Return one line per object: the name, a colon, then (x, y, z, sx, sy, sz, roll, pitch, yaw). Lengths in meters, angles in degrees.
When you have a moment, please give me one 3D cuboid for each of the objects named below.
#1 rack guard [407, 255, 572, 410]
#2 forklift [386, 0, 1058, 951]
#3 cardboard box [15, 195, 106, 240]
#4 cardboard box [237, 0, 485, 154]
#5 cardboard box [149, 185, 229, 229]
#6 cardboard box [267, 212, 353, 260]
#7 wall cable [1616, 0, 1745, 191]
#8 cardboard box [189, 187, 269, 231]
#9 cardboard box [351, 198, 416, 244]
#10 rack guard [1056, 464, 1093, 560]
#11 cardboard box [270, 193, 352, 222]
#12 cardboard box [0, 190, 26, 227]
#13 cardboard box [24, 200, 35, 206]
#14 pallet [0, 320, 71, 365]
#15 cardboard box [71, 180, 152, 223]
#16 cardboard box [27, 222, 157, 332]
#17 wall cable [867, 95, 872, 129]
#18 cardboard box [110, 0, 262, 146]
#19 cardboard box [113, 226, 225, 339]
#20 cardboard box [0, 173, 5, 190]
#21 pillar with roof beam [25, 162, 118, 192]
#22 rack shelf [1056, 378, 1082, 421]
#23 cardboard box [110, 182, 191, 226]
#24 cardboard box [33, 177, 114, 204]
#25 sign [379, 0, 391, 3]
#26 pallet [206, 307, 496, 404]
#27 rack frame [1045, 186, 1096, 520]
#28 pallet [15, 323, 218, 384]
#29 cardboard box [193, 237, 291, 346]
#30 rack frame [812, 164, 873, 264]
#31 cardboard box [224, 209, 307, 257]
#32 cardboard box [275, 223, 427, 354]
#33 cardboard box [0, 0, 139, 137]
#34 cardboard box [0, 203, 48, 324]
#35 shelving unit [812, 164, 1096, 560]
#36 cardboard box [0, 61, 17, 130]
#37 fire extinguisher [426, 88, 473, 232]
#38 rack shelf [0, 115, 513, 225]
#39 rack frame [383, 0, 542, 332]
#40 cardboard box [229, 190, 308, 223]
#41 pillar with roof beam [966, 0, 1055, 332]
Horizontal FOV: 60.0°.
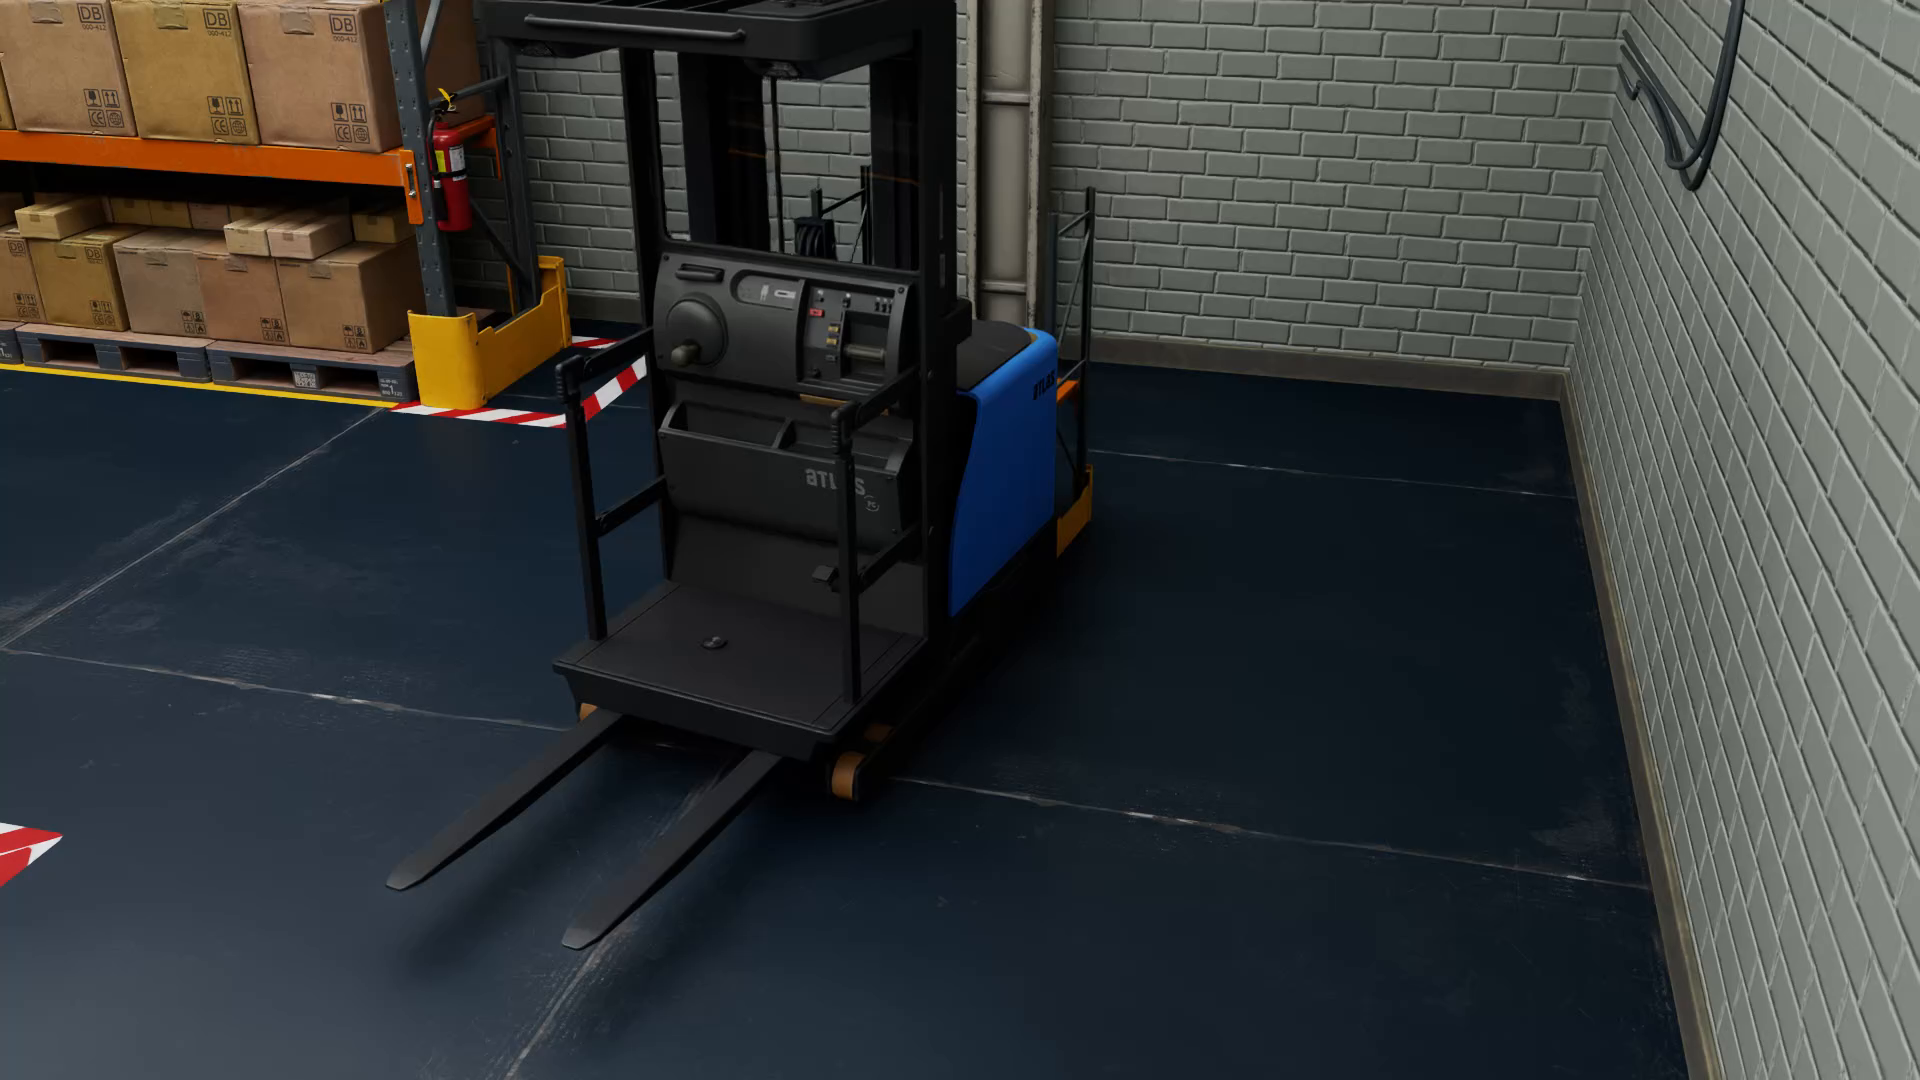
rack guard: (-2.546, -1.157, 9.098, 0.348, 0.500, 1.175, 6, 26, 13)
forklift: (-0.683, -0.679, 5.266, 1.130, 2.935, 3.031, 11, 28, 22)
cardboard box: (-4.952, -1.779, 9.161, 0.250, 0.149, 0.380, 6, 26, 12)
cardboard box: (-3.065, -2.474, 8.607, 0.700, 0.700, 0.980, 8, 26, 15)
cardboard box: (-4.329, -1.880, 9.374, 0.250, 0.149, 0.380, 7, 26, 14)
cardboard box: (-3.441, -1.613, 8.813, 0.250, 0.149, 0.380, 6, 26, 12)
wall cable: (2.820, -2.840, 6.359, 0.112, 2.526, 3.097, 6, 26, 13)
cardboard box: (-4.080, -1.853, 9.317, 0.250, 0.149, 0.380, 7, 26, 14)
cardboard box: (-3.101, -1.745, 9.090, 0.250, 0.149, 0.380, 6, 26, 13)
rack guard: (0.444, -0.108, 7.186, 0.087, 0.250, 0.587, 10, 27, 20)
cardboard box: (-3.592, -1.799, 9.203, 0.250, 0.149, 0.380, 6, 26, 13)
cardboard box: (-5.458, -1.835, 9.279, 0.250, 0.149, 0.380, 7, 26, 15)
cardboard box: (-5.744, -1.654, 9.655, 0.500, 0.500, 0.700, 7, 26, 14)
pallet: (-5.726, -1.343, 9.825, 1.213, 0.211, 1.003, 6, 26, 13)
cardboard box: (-4.824, -1.934, 9.488, 0.250, 0.149, 0.380, 7, 26, 14)
cardboard box: (-4.762, -1.543, 9.421, 0.500, 0.500, 0.700, 7, 26, 14)
wall cable: (-1.093, -3.003, 8.887, 1.851, 1.984, 0.084, 6, 26, 13)
cardboard box: (-3.773, -2.547, 8.761, 0.700, 0.700, 0.980, 6, 26, 13)
cardboard box: (-4.244, -1.489, 9.308, 0.500, 0.500, 0.700, 5, 26, 11)
cardboard box: (-5.835, -2.045, 9.721, 0.250, 0.149, 0.380, 6, 26, 13)
pillar with roof beam: (-6.622, -3.918, 5.010, 0.400, 9.000, 9.100, 6, 26, 13)
rack shelf: (-0.024, -0.594, 7.171, 1.000, 0.185, 0.538, 10, 27, 20)
cardboard box: (-4.574, -1.907, 9.431, 0.250, 0.149, 0.380, 6, 26, 12)
cardboard box: (-5.069, -1.962, 9.546, 0.250, 0.149, 0.380, 5, 26, 11)
sign: (-2.717, -2.693, 7.795, 0.005, 0.325, 0.100, 6, 26, 13)
pallet: (-3.363, -1.082, 9.277, 1.213, 0.211, 1.003, 6, 26, 13)
rack frame: (0.445, -0.672, 6.917, 0.032, 1.500, 0.500, 10, 27, 20)
pallet: (-4.541, -1.213, 9.553, 1.213, 0.211, 1.003, 6, 26, 13)
cardboard box: (-3.756, -1.436, 9.195, 0.500, 0.500, 0.700, 6, 26, 13)
rack frame: (-0.493, -0.841, 7.271, 0.032, 1.500, 0.500, 10, 27, 20)
cardboard box: (-3.689, -1.640, 8.870, 0.250, 0.149, 0.380, 7, 26, 14)
cardboard box: (-3.272, -1.382, 9.083, 0.500, 0.500, 0.700, 6, 26, 13)
cardboard box: (-4.509, -2.632, 8.941, 0.700, 0.700, 0.980, 5, 26, 10)
cardboard box: (-5.258, -1.599, 9.539, 0.500, 0.500, 0.700, 6, 26, 12)
shelving unit: (-0.015, -0.755, 7.091, 1.083, 1.500, 0.587, 10, 27, 20)
cardboard box: (-5.216, -2.706, 9.096, 0.700, 0.700, 0.980, 6, 26, 12)
fire extinguisher: (-2.538, -1.876, 8.225, 0.183, 0.674, 0.296, 6, 26, 13)
rack shelf: (-4.506, -2.177, 9.170, 4.000, 0.370, 1.077, 6, 26, 13)
rack frame: (-2.569, -2.288, 8.566, 0.127, 3.000, 1.000, 6, 26, 13)
cardboard box: (-3.834, -1.826, 9.260, 0.250, 0.149, 0.380, 7, 26, 13)
pillar with roof beam: (-0.811, -3.275, 3.661, 0.400, 9.000, 9.100, 6, 26, 13)
